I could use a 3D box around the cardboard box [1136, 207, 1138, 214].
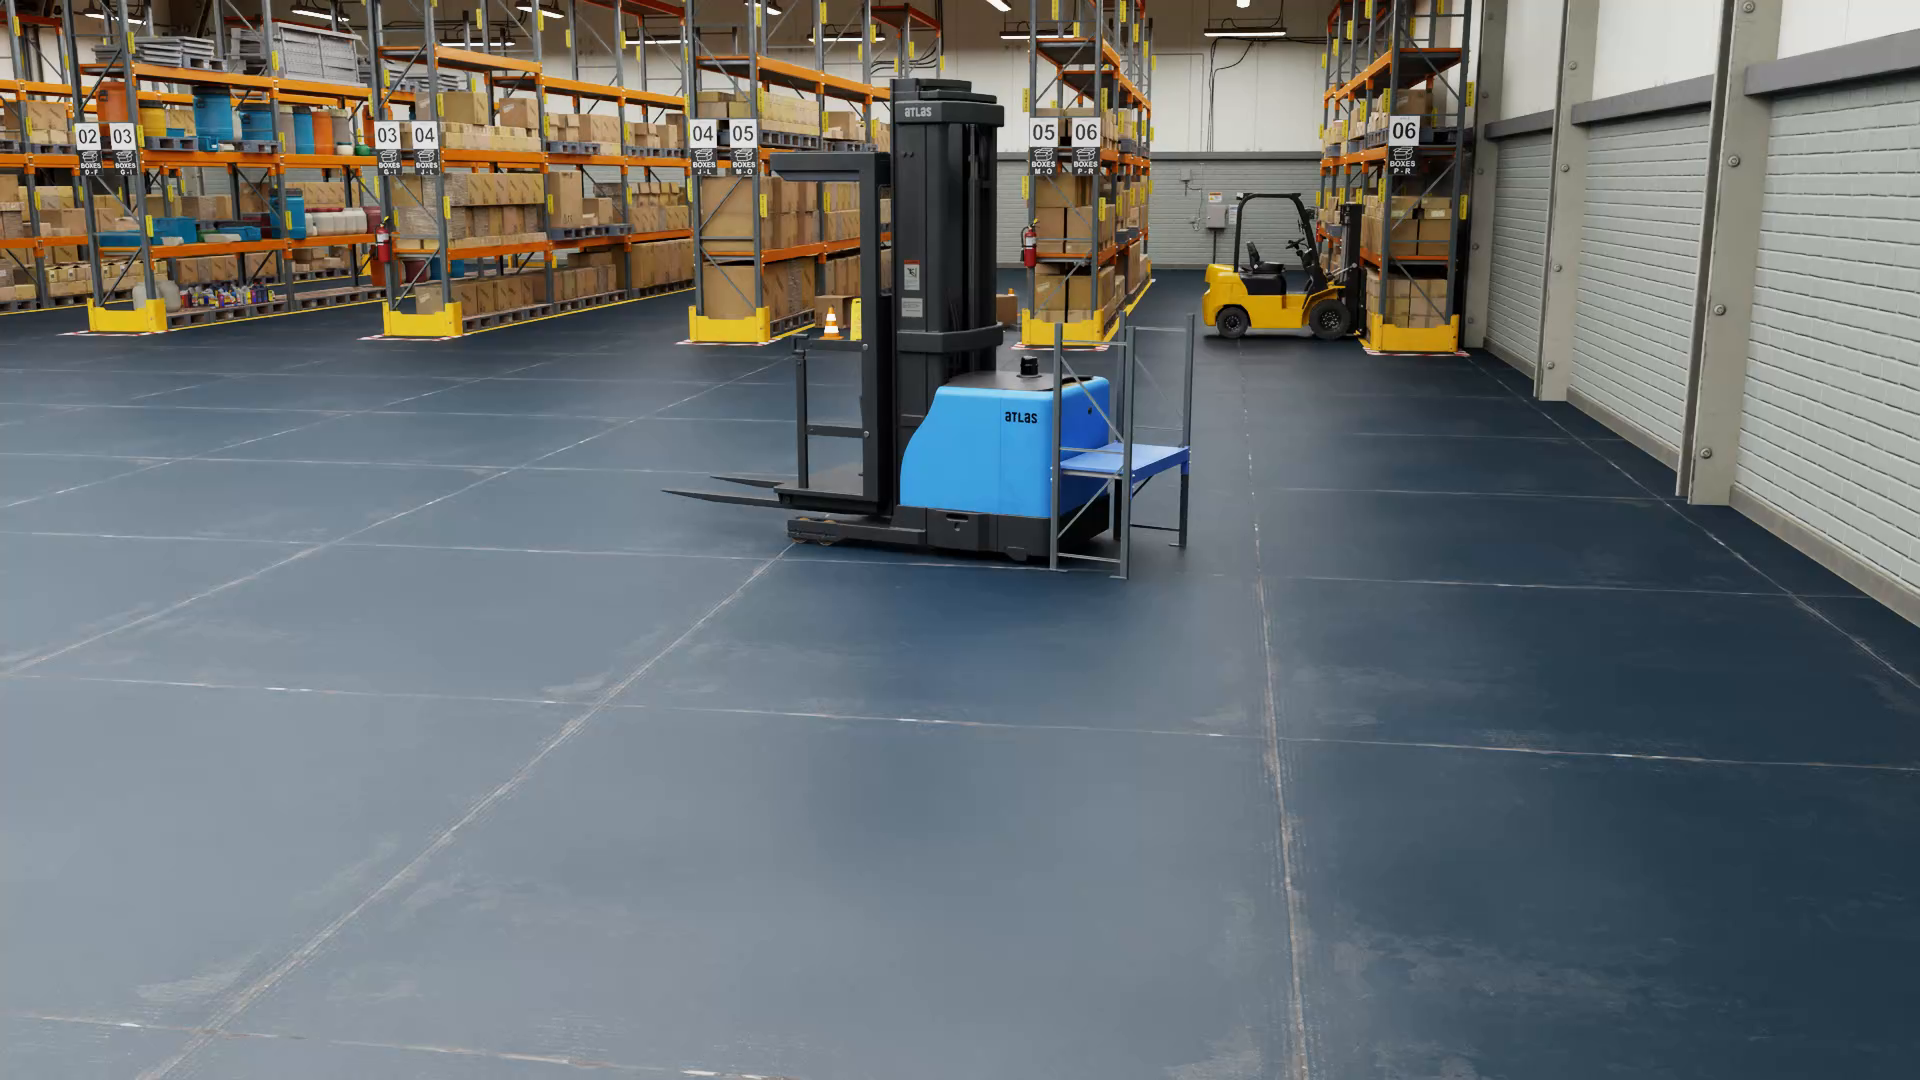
[{"bbox_3d":[3.357,-6.664,33.966,0.500,0.250,0.500,2,12,10],"label":"cardboard box"}]

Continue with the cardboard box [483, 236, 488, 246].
[{"bbox_3d":[-7.845,-4.818,26.824,0.380,0.149,0.250,2,12,9],"label":"cardboard box"}]

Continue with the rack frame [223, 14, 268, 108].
[{"bbox_3d":[-16.252,-10.381,37.801,1.000,3.000,0.127,2,12,9],"label":"rack frame"}]

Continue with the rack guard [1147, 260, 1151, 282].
[{"bbox_3d":[3.947,-6.421,39.601,1.175,0.500,0.348,2,12,9],"label":"rack guard"}]

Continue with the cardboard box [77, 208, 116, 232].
[{"bbox_3d":[-17.109,-6.314,32.936,0.500,0.500,0.500,1,12,6],"label":"cardboard box"}]

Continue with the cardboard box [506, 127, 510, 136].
[{"bbox_3d":[-7.673,-6.755,27.505,0.380,0.149,0.250,2,12,11],"label":"cardboard box"}]

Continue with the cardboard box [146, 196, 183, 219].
[{"bbox_3d":[-16.882,-7.004,35.140,0.700,0.500,0.500,-2,12,-10],"label":"cardboard box"}]

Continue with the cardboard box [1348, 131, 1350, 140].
[{"bbox_3d":[7.264,-7.356,30.207,0.380,0.166,0.250,2,12,9],"label":"cardboard box"}]

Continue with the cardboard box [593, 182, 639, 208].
[{"bbox_3d":[-6.951,-6.985,33.664,0.797,0.503,0.637,2,12,11],"label":"cardboard box"}]

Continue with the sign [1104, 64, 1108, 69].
[{"bbox_3d":[3.396,-11.124,38.657,0.100,0.325,0.005,2,12,9],"label":"sign"}]

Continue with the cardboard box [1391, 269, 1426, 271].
[{"bbox_3d":[7.055,-4.115,26.125,0.500,0.250,0.500,2,12,8],"label":"cardboard box"}]

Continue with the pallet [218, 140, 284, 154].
[{"bbox_3d":[-12.603,-6.842,28.950,1.213,0.211,1.003,2,12,9],"label":"pallet"}]

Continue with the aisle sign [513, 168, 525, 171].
[{"bbox_3d":[-11.026,-9.415,41.389,0.394,0.787,0.004,2,12,9],"label":"aisle sign"}]

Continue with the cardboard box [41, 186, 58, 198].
[{"bbox_3d":[-21.055,-7.967,38.070,0.500,0.250,0.500,2,12,10],"label":"cardboard box"}]

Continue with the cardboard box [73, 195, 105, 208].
[{"bbox_3d":[-21.048,-7.867,39.665,0.980,0.700,0.700,2,12,10],"label":"cardboard box"}]

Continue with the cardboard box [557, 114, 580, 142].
[{"bbox_3d":[-7.381,-7.474,30.191,0.797,0.503,0.637,2,12,11],"label":"cardboard box"}]

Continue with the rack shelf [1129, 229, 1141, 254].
[{"bbox_3d":[3.020,-6.037,33.595,1.077,0.370,4.000,2,12,9],"label":"rack shelf"}]

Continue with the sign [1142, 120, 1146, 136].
[{"bbox_3d":[3.865,-8.663,34.975,0.100,0.325,0.005,2,12,9],"label":"sign"}]

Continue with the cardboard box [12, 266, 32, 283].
[{"bbox_3d":[-17.704,-5.012,31.327,0.500,0.311,0.500,2,12,9],"label":"cardboard box"}]

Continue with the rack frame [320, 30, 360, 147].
[{"bbox_3d":[-15.637,-11.213,41.665,1.000,3.000,0.127,2,12,9],"label":"rack frame"}]

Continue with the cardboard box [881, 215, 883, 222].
[{"bbox_3d":[-1.765,-6.505,33.656,0.380,0.149,0.250,2,12,11],"label":"cardboard box"}]

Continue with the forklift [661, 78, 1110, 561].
[{"bbox_3d":[-0.570,-1.490,10.948,3.031,2.935,1.130,6,13,25],"label":"forklift"}]

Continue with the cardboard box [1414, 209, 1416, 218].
[{"bbox_3d":[6.717,-4.681,23.819,0.380,0.149,0.250,2,12,8],"label":"cardboard box"}]

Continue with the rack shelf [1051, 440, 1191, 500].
[{"bbox_3d":[1.012,-0.444,10.338,0.538,0.185,1.000,7,14,26],"label":"rack shelf"}]

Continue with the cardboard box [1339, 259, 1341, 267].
[{"bbox_3d":[7.455,-5.282,31.778,0.380,0.149,0.250,1,12,6],"label":"cardboard box"}]

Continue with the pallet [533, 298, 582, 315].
[{"bbox_3d":[-7.576,-4.260,30.259,1.003,0.211,1.213,2,12,9],"label":"pallet"}]

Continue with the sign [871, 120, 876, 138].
[{"bbox_3d":[-1.647,-7.850,31.763,0.100,0.325,0.005,2,12,9],"label":"sign"}]

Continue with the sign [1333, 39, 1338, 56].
[{"bbox_3d":[7.700,-10.095,34.069,0.100,0.325,0.005,2,12,9],"label":"sign"}]

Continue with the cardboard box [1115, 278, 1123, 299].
[{"bbox_3d":[2.510,-4.622,30.561,0.950,0.372,0.625,2,12,8],"label":"cardboard box"}]

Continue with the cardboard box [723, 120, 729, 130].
[{"bbox_3d":[-3.669,-6.177,24.777,0.380,0.149,0.250,2,12,9],"label":"cardboard box"}]

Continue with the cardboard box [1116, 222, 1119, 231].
[{"bbox_3d":[2.495,-5.327,28.192,0.380,0.149,0.250,2,12,9],"label":"cardboard box"}]

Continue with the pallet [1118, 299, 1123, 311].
[{"bbox_3d":[2.401,-4.194,29.951,1.003,0.211,1.213,2,12,9],"label":"pallet"}]

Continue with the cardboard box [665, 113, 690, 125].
[{"bbox_3d":[-6.313,-9.458,37.388,0.500,0.250,0.500,1,12,5],"label":"cardboard box"}]

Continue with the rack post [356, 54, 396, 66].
[{"bbox_3d":[-11.951,-9.804,33.902,0.624,0.289,0.986,2,12,9],"label":"rack post"}]

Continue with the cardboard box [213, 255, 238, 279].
[{"bbox_3d":[-16.283,-6.016,36.679,0.500,0.500,0.500,1,12,7],"label":"cardboard box"}]

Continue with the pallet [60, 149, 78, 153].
[{"bbox_3d":[-21.011,-9.201,39.657,1.003,0.211,1.213,2,12,9],"label":"pallet"}]

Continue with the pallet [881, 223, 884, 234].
[{"bbox_3d":[-2.190,-6.170,32.958,1.213,0.211,1.003,2,12,9],"label":"pallet"}]

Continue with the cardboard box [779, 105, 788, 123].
[{"bbox_3d":[-2.943,-6.542,25.525,0.500,0.250,0.500,2,12,8],"label":"cardboard box"}]

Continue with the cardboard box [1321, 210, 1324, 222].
[{"bbox_3d":[8.360,-7.254,37.181,0.500,0.250,0.500,2,12,8],"label":"cardboard box"}]

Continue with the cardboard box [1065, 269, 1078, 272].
[{"bbox_3d":[1.588,-4.034,26.341,0.500,0.500,0.500,3,12,12],"label":"cardboard box"}]

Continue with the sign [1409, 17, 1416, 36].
[{"bbox_3d":[8.167,-9.262,30.017,0.100,0.325,0.005,2,12,9],"label":"sign"}]

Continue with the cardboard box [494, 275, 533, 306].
[{"bbox_3d":[-7.796,-4.362,29.052,0.500,0.500,0.500,1,12,7],"label":"cardboard box"}]

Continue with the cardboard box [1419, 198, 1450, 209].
[{"bbox_3d":[6.650,-4.722,23.299,0.380,0.149,0.250,2,12,8],"label":"cardboard box"}]

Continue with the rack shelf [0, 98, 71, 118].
[{"bbox_3d":[-21.455,-9.577,36.729,1.077,0.370,4.000,2,12,9],"label":"rack shelf"}]

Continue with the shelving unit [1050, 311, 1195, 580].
[{"bbox_3d":[1.013,-0.620,10.300,0.538,1.500,1.048,7,14,26],"label":"shelving unit"}]

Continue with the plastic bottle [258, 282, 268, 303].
[{"bbox_3d":[-12.403,-4.398,29.525,0.144,0.351,0.185,2,12,7],"label":"plastic bottle"}]

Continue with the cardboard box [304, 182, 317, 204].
[{"bbox_3d":[-15.743,-8.289,39.725,0.500,0.500,0.500,2,12,7],"label":"cardboard box"}]

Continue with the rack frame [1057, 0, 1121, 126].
[{"bbox_3d":[2.097,-8.073,27.091,1.000,3.000,0.127,2,12,9],"label":"rack frame"}]

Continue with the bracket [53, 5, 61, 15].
[{"bbox_3d":[-21.480,-12.549,39.317,0.235,0.232,0.430,2,12,9],"label":"bracket"}]

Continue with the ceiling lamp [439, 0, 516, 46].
[{"bbox_3d":[-12.753,-14.544,43.263,2.000,3.185,0.800,2,12,9],"label":"ceiling lamp"}]

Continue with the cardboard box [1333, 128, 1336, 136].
[{"bbox_3d":[7.689,-8.177,33.350,0.380,0.149,0.250,2,12,8],"label":"cardboard box"}]

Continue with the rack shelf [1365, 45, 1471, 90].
[{"bbox_3d":[6.695,-6.949,24.535,1.077,0.370,4.000,2,12,9],"label":"rack shelf"}]

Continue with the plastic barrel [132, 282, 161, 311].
[{"bbox_3d":[-13.178,-3.917,26.959,0.421,0.512,0.421,0,12,0],"label":"plastic barrel"}]

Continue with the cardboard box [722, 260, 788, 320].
[{"bbox_3d":[-3.252,-3.940,26.201,0.875,0.875,0.875,2,12,8],"label":"cardboard box"}]

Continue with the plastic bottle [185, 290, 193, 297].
[{"bbox_3d":[-13.267,-4.149,28.548,0.152,0.276,0.135,2,12,7],"label":"plastic bottle"}]

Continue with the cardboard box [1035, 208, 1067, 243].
[{"bbox_3d":[1.293,-4.623,24.383,0.500,0.500,0.500,2,12,8],"label":"cardboard box"}]
